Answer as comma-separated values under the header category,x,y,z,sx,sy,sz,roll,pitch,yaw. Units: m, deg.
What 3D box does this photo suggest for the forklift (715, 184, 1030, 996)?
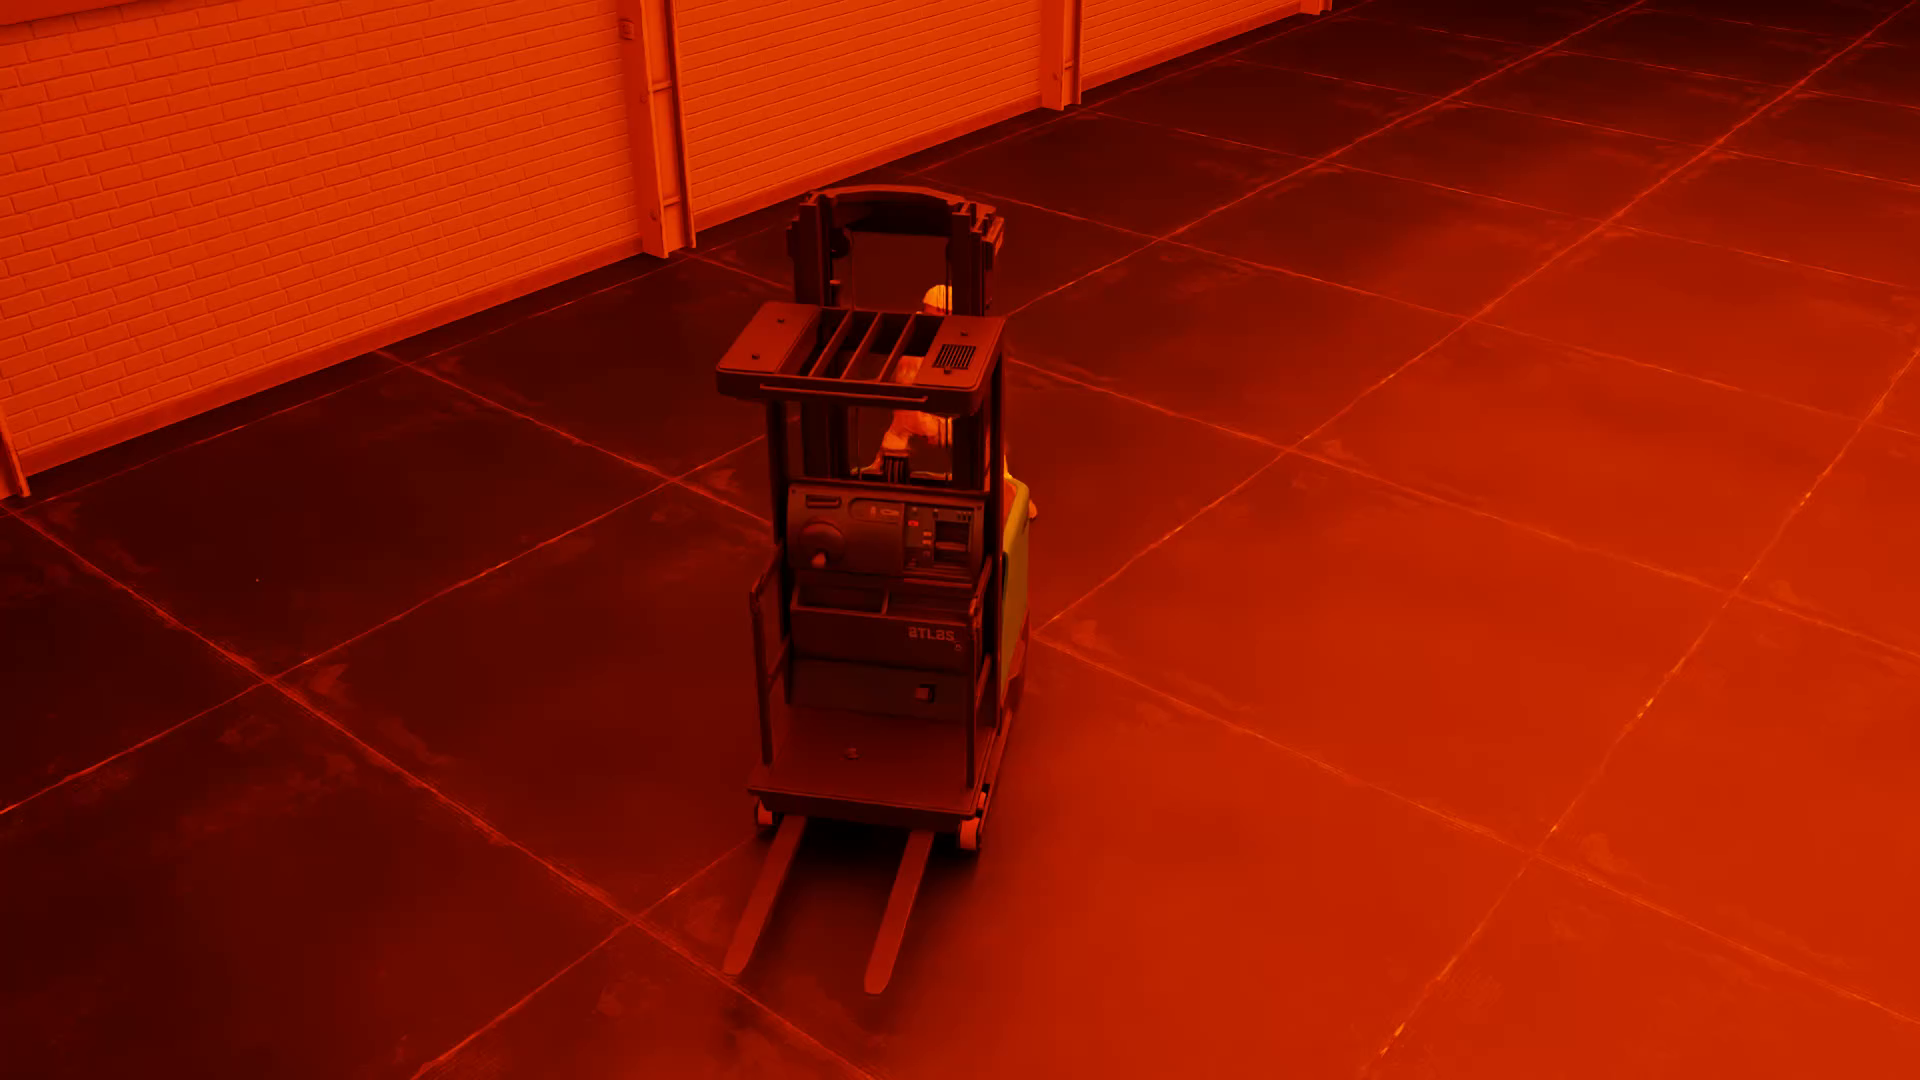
category,x,y,z,sx,sy,sz,roll,pitch,yaw
forklift,-0.386,0.020,7.560,1.130,2.935,3.031,5,31,9

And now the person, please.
category,x,y,z,sx,sy,sz,roll,pitch,yaw
person,-0.124,-0.907,10.518,1.229,1.548,0.692,25,39,36
